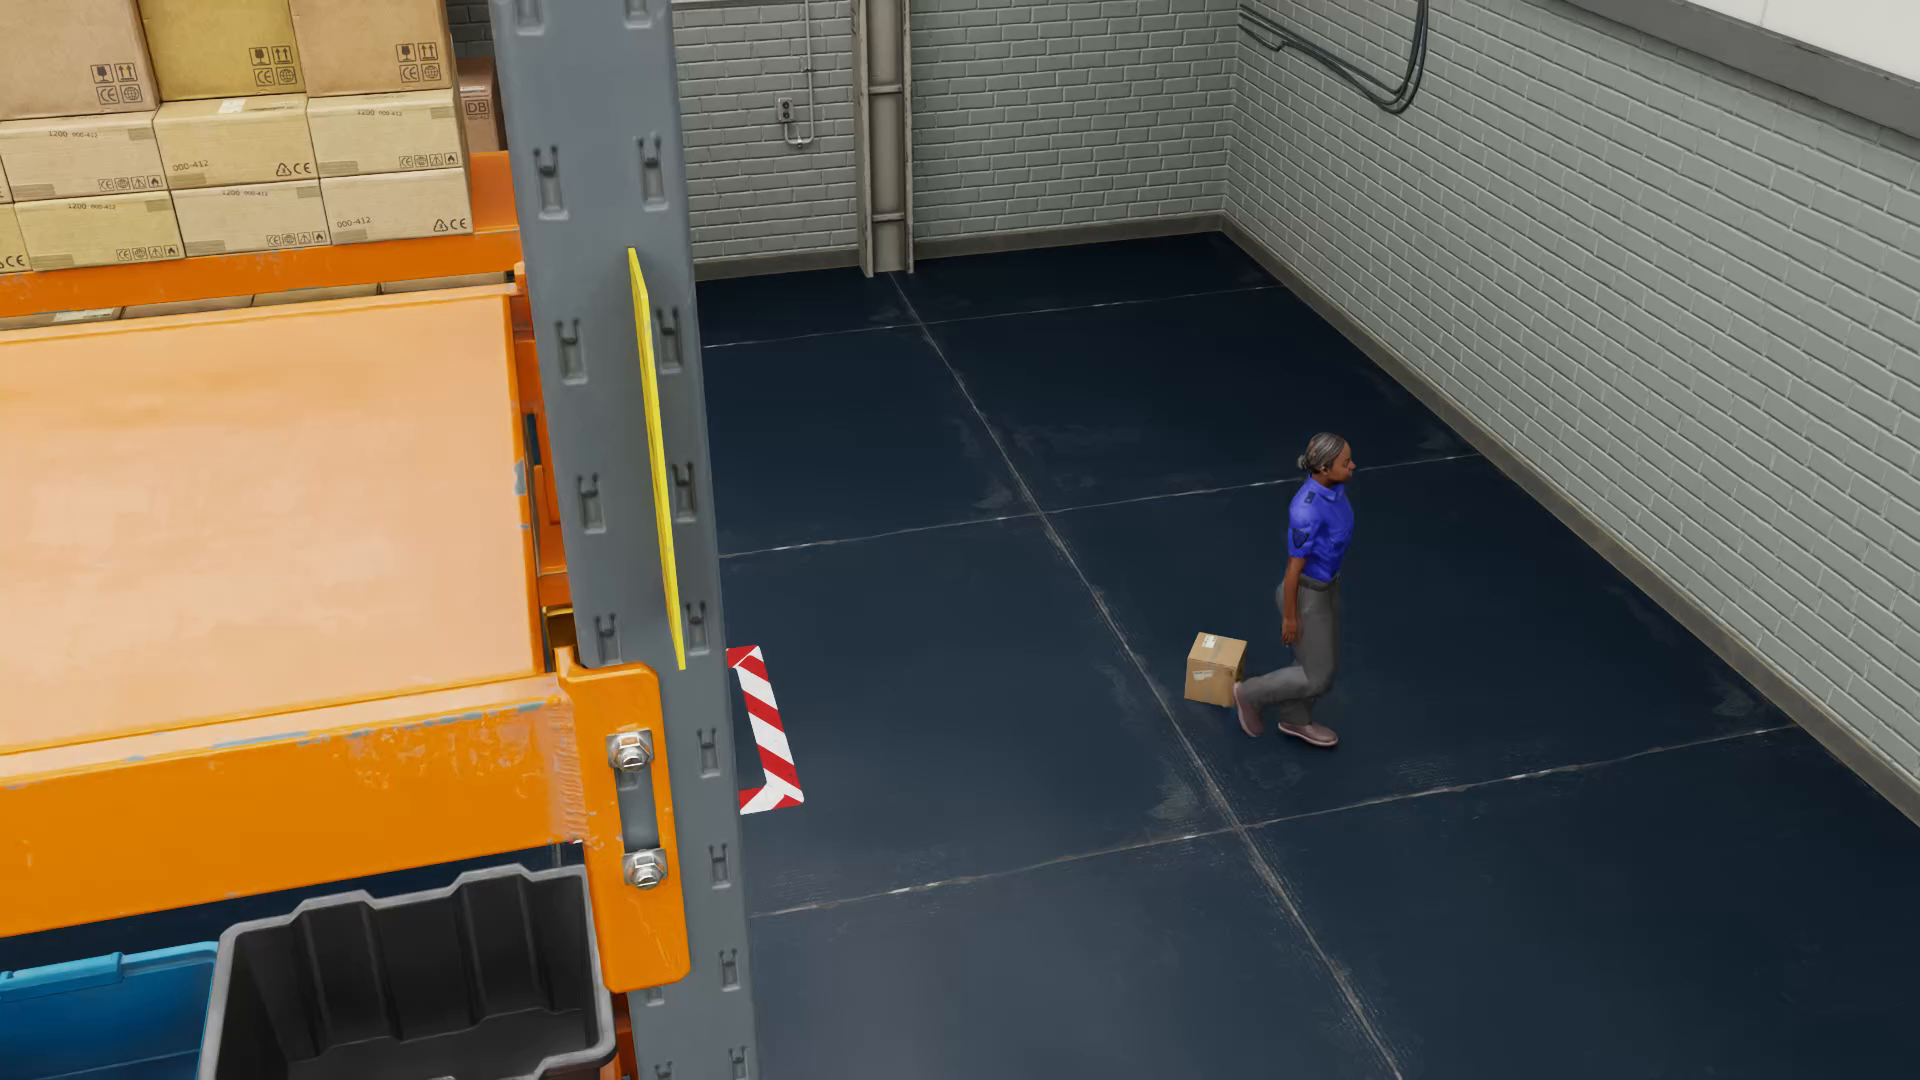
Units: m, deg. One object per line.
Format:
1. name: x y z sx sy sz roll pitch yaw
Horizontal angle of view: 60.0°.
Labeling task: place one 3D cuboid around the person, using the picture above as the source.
1. person: 1.575 0.243 7.671 0.503 1.644 0.473 14 33 23
